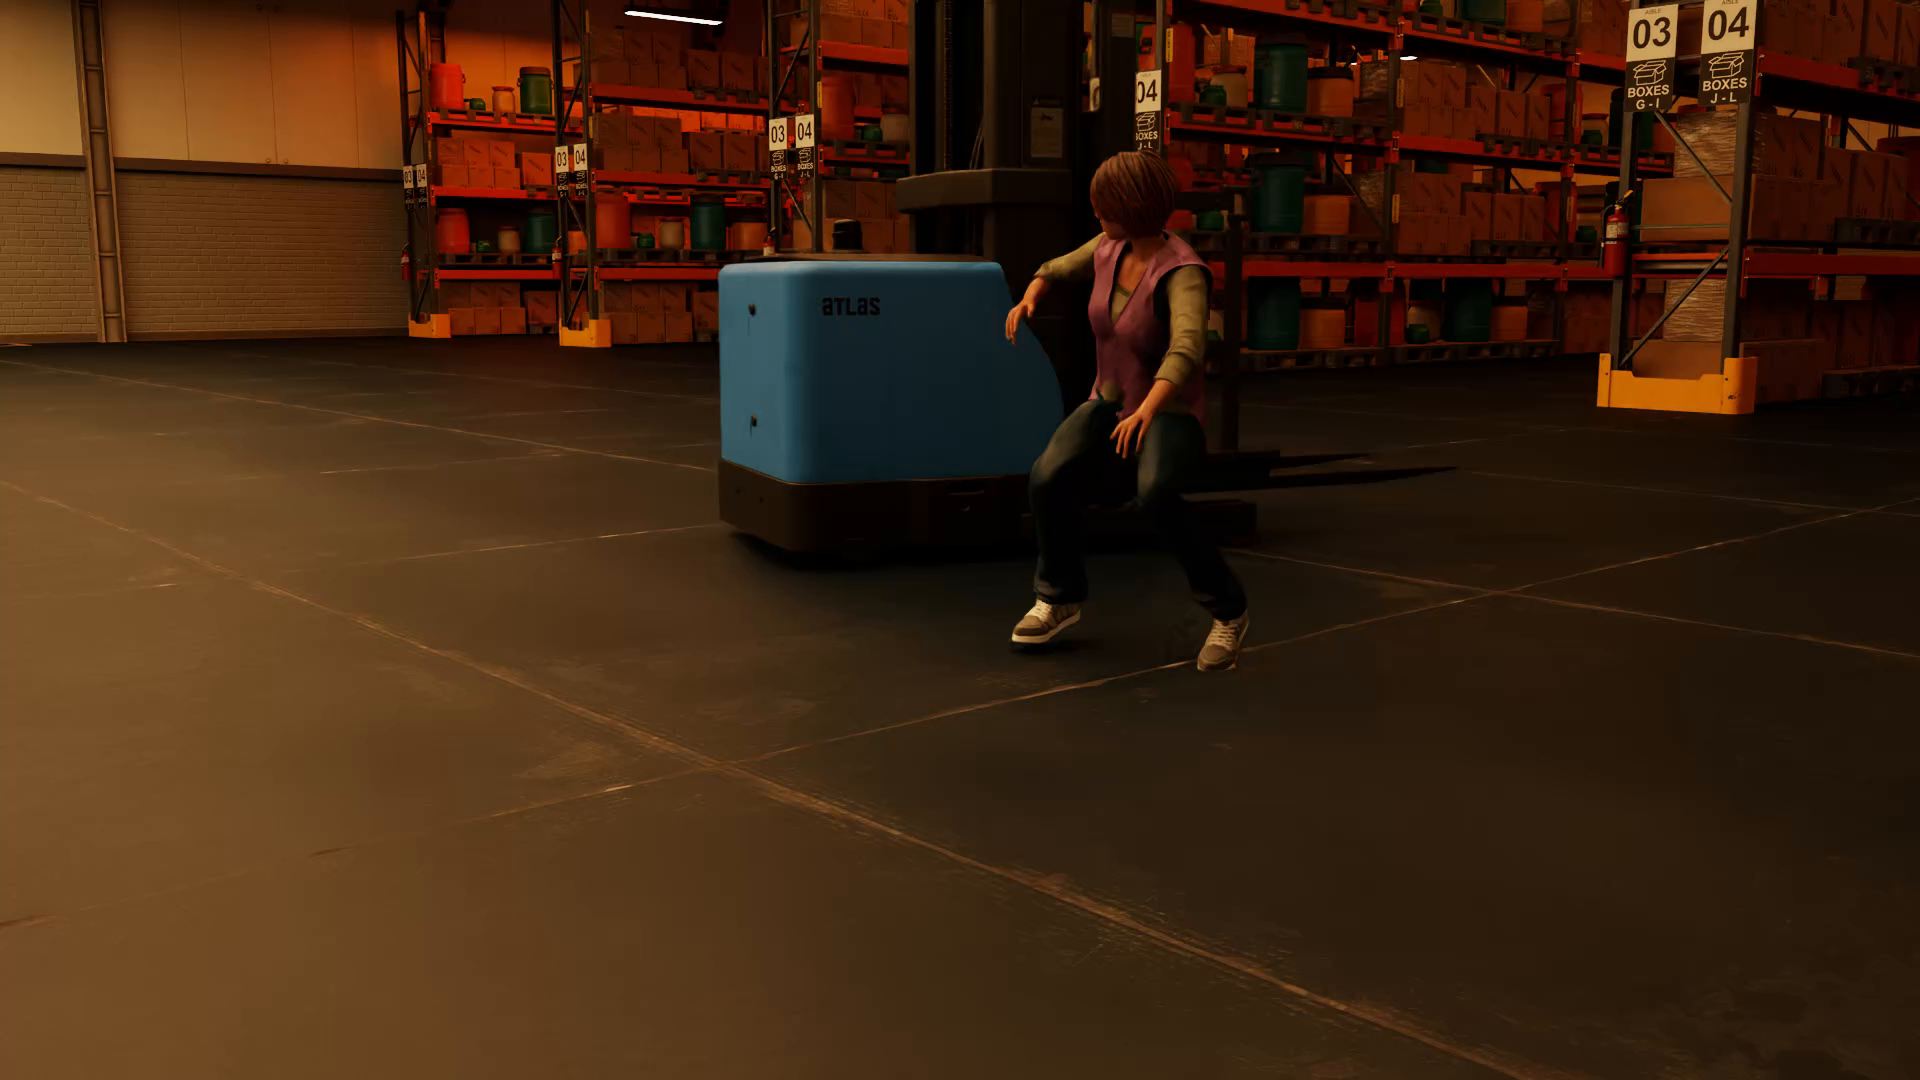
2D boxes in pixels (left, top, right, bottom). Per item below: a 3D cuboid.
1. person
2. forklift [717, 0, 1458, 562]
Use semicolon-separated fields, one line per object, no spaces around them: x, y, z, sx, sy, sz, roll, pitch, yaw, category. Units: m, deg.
0.389;-0.327;4.372;0.686;1.350;0.811;7;11;37;person
0.603;-1.494;6.609;3.031;2.935;1.130;-4;10;-23;forklift
